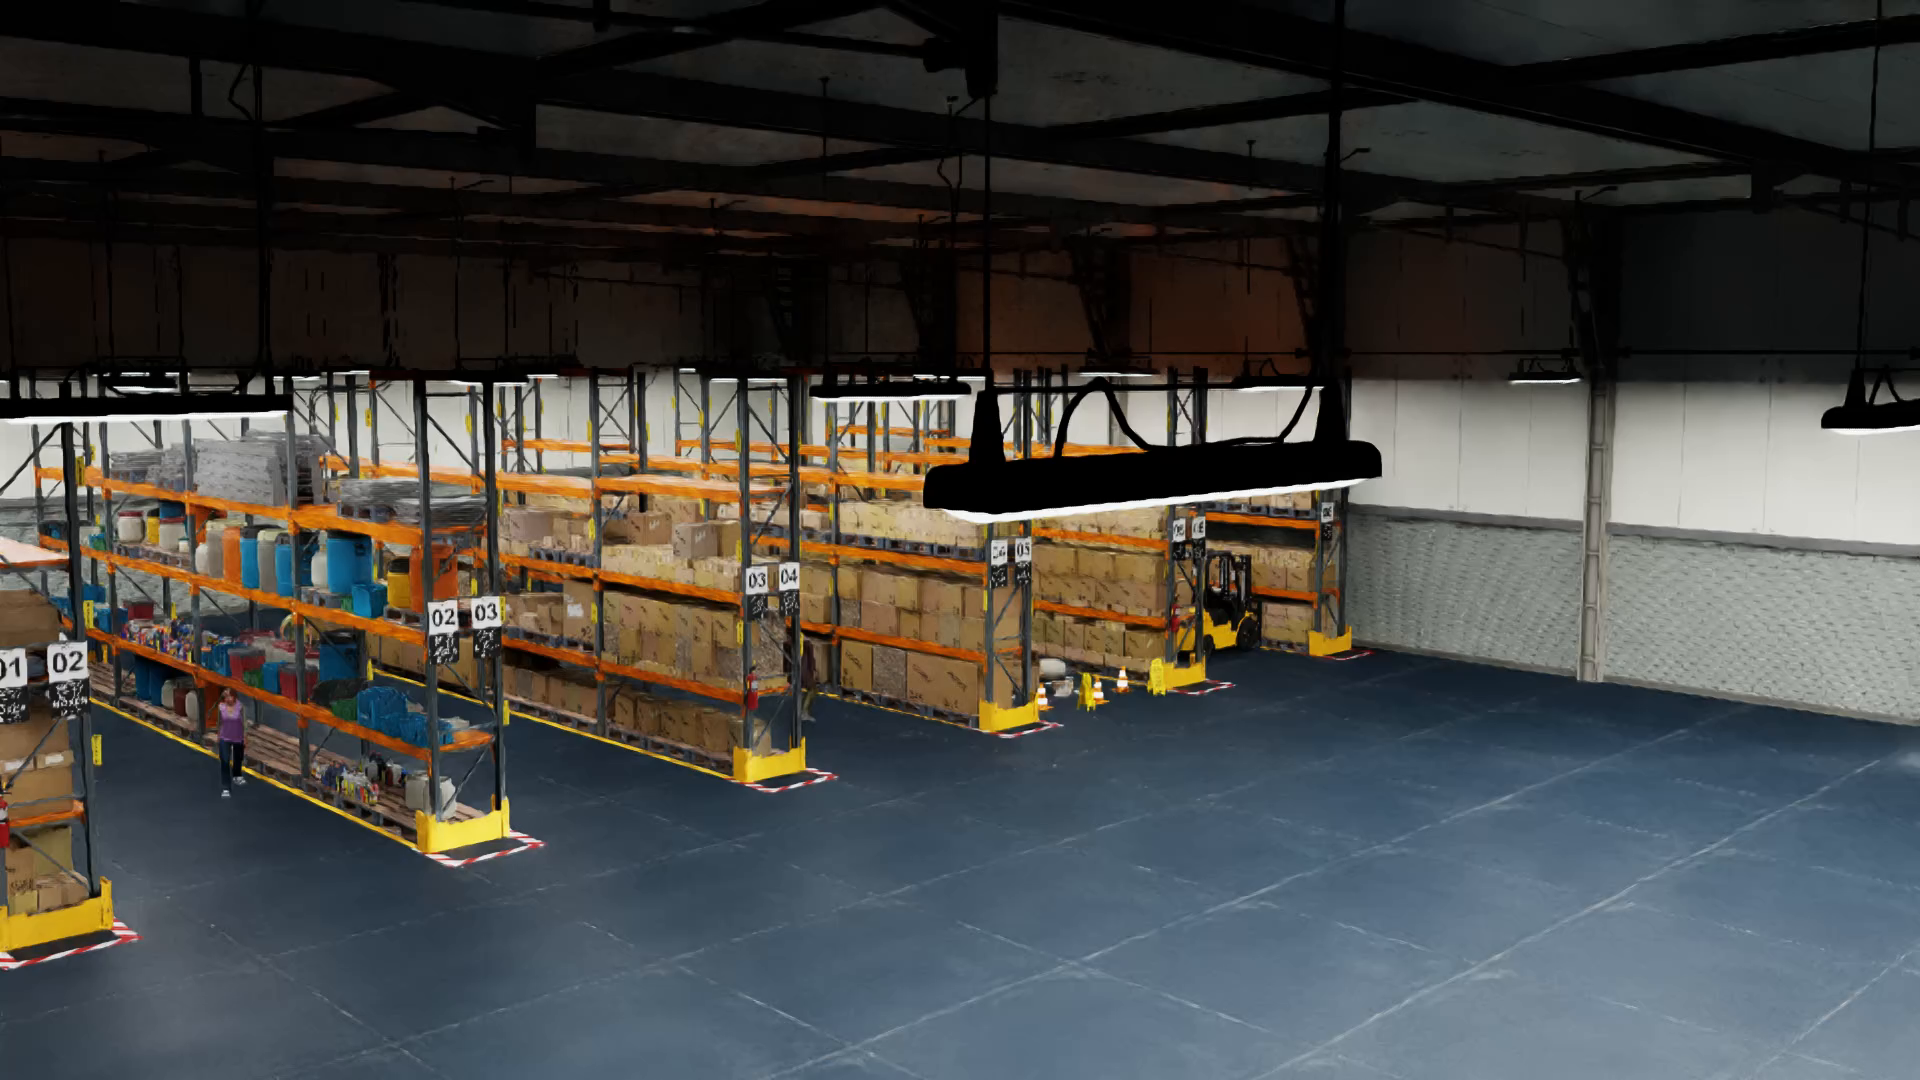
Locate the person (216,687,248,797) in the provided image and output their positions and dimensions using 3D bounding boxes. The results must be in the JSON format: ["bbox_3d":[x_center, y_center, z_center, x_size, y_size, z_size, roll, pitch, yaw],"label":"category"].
[{"bbox_3d":[-10.471,2.856,23.947,0.423,1.556,0.852,-3,7,-25],"label":"person"}]

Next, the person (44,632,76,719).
[{"bbox_3d":[-15.583,2.196,28.685,0.640,1.788,0.504,2,7,14],"label":"person"}]

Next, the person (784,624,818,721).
[{"bbox_3d":[-2.738,2.241,28.421,0.628,1.777,0.515,2,7,16],"label":"person"}]

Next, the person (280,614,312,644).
[{"bbox_3d":[-12.668,1.955,31.750,0.506,1.619,0.598,6,9,44],"label":"person"}]
